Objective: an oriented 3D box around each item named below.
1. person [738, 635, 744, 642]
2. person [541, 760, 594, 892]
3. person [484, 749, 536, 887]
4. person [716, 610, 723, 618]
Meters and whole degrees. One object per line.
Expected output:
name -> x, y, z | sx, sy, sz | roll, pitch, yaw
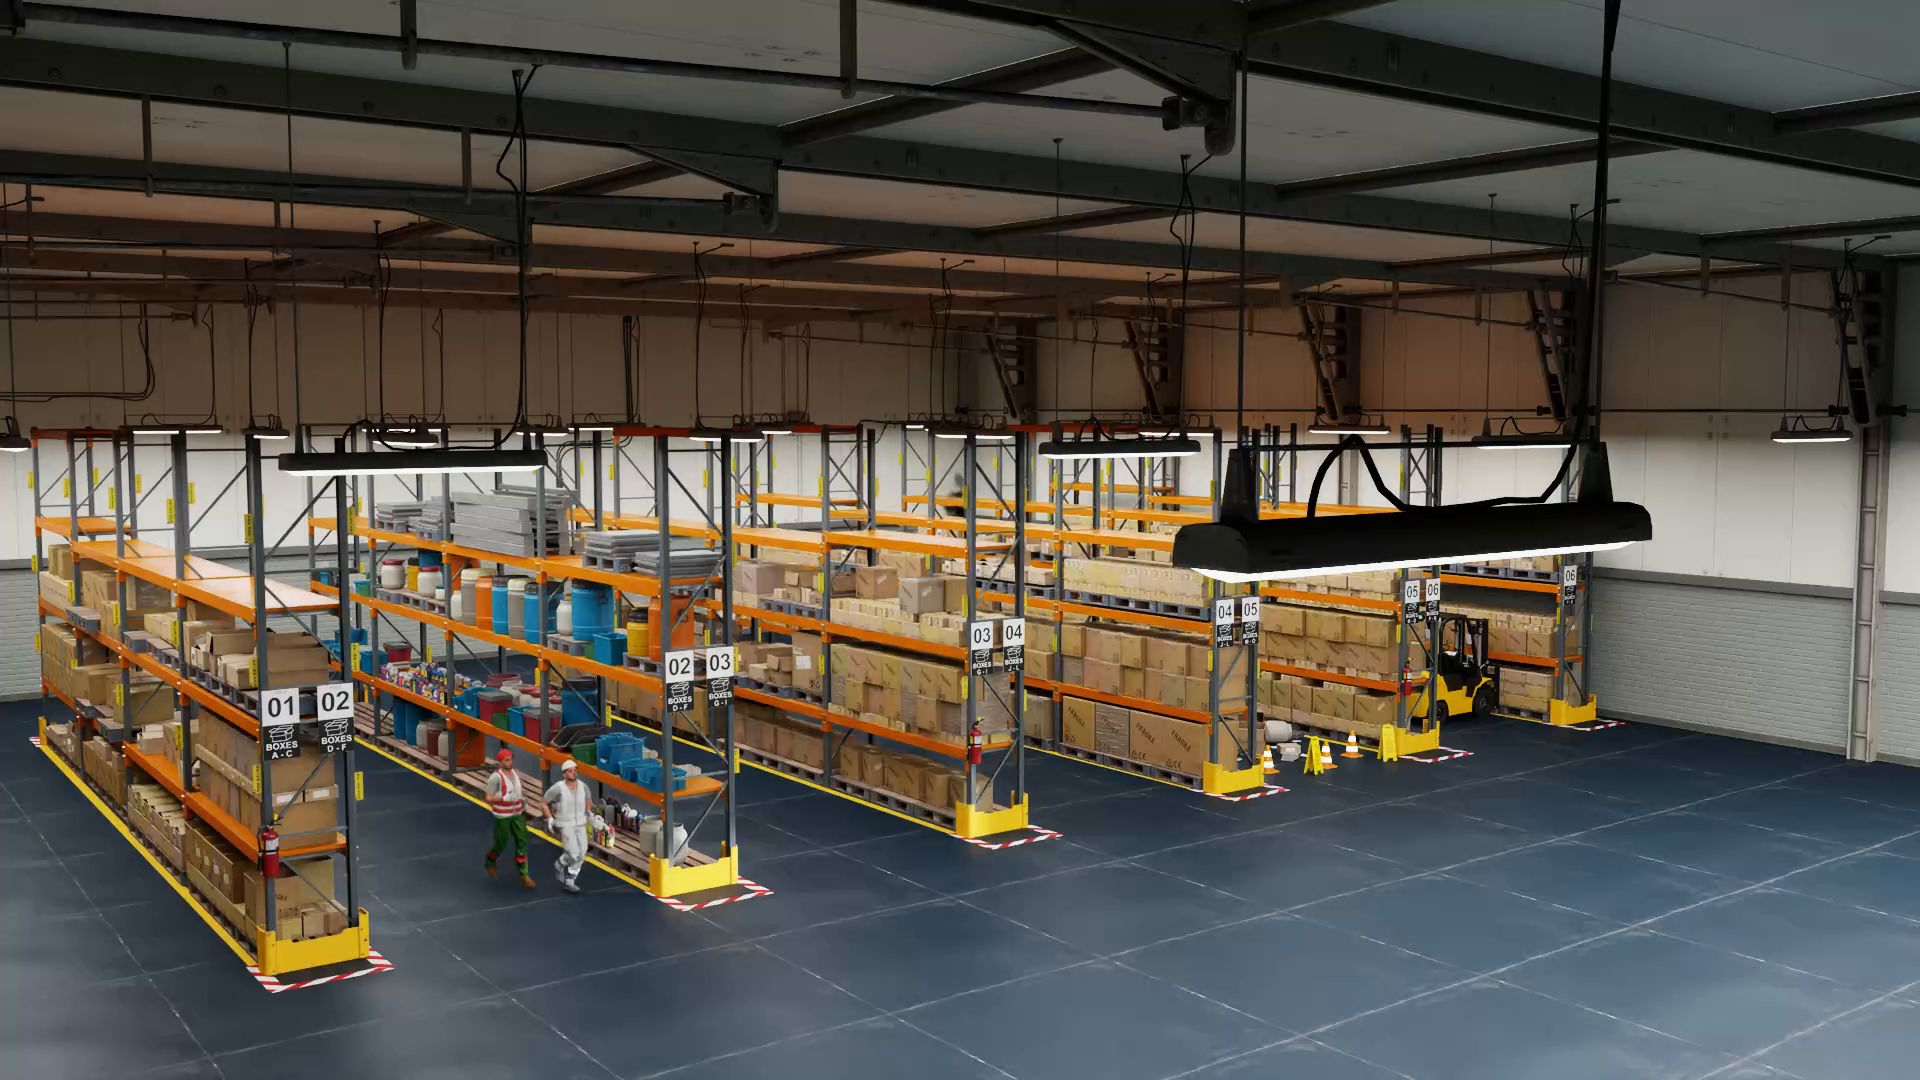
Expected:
person -> -4.753, 2.712, 35.105 | 0.672, 1.700, 0.933 | -4, 6, -41
person -> -5.069, 3.751, 21.774 | 0.665, 1.737, 0.582 | -4, 6, -42
person -> -6.000, 3.667, 22.086 | 0.921, 1.790, 0.653 | 4, 6, 39
person -> -5.910, 2.230, 41.332 | 0.693, 1.731, 0.600 | 4, 6, 40
